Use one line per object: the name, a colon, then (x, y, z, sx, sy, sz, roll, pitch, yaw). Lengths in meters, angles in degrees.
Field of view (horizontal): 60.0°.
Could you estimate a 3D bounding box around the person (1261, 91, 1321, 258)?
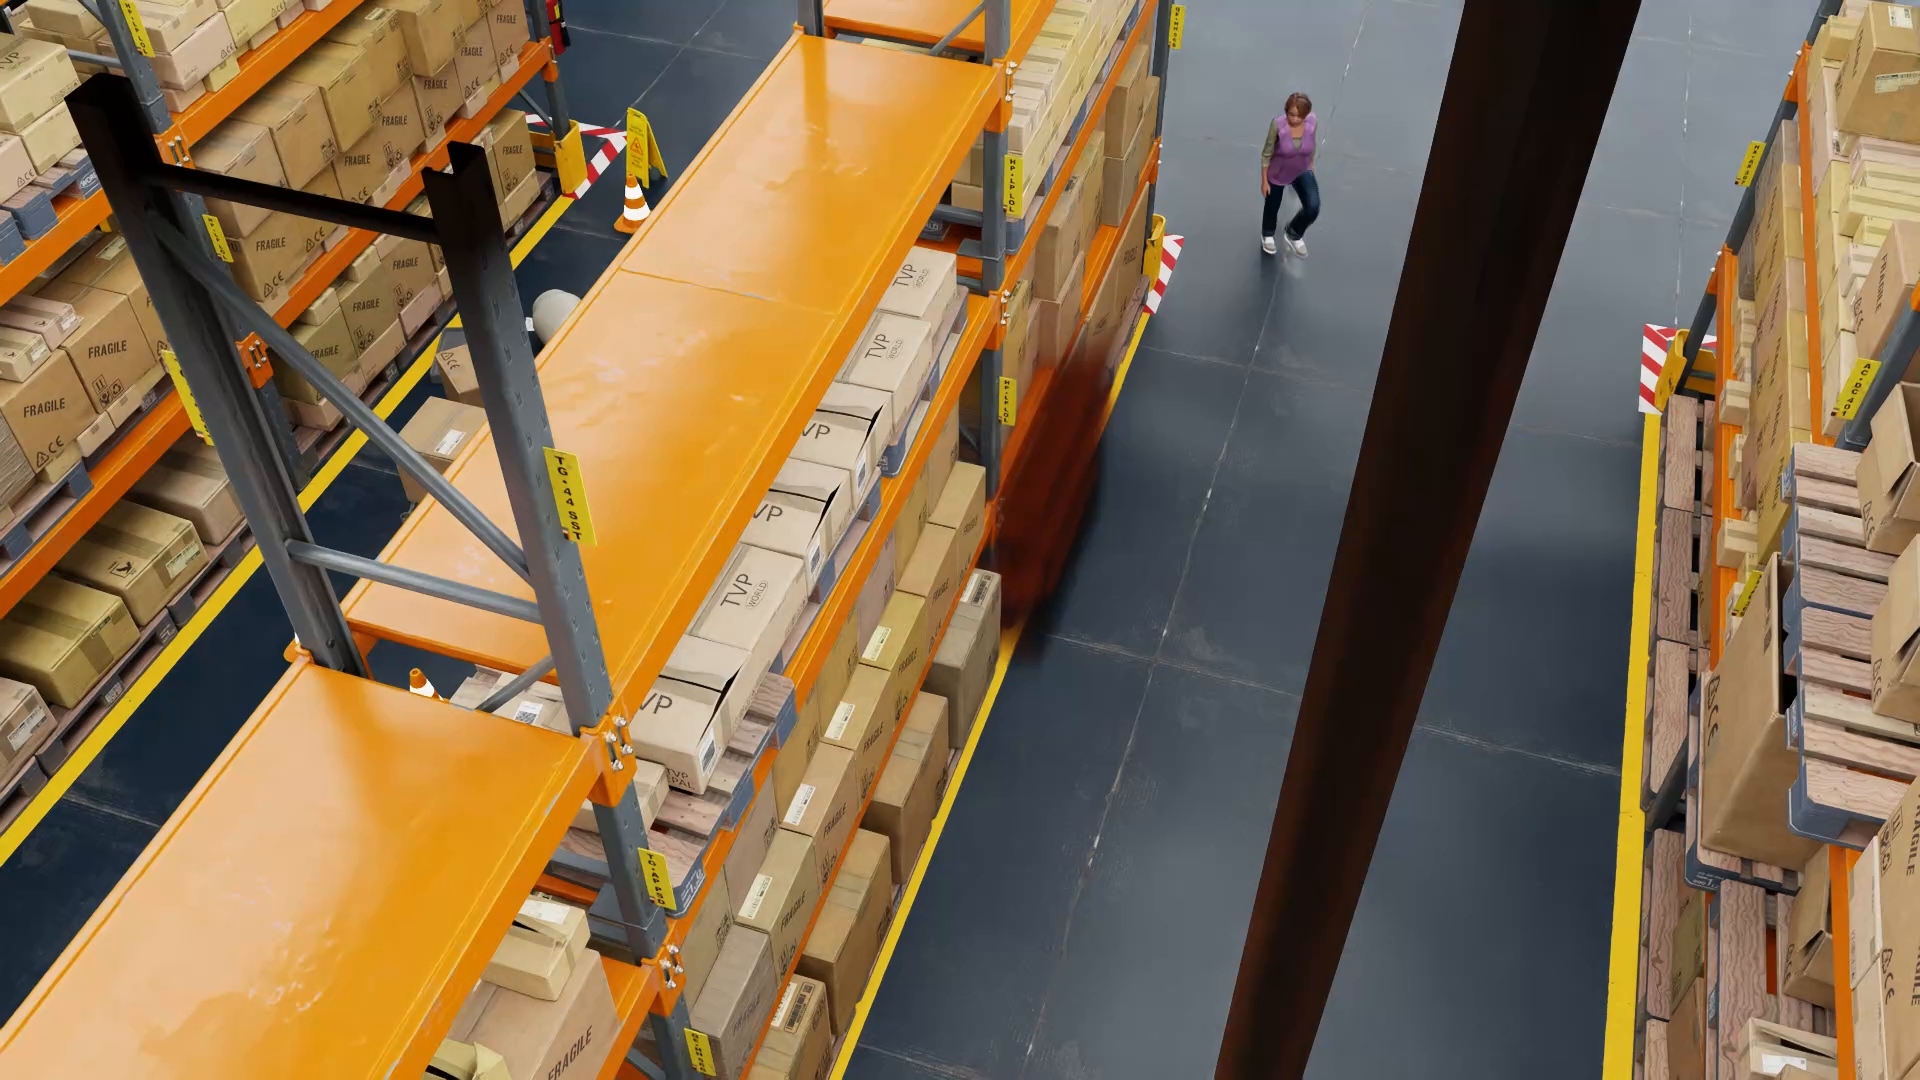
person: (2.508, -2.765, 12.719, 0.464, 1.557, 0.725, -3, 46, -3)
